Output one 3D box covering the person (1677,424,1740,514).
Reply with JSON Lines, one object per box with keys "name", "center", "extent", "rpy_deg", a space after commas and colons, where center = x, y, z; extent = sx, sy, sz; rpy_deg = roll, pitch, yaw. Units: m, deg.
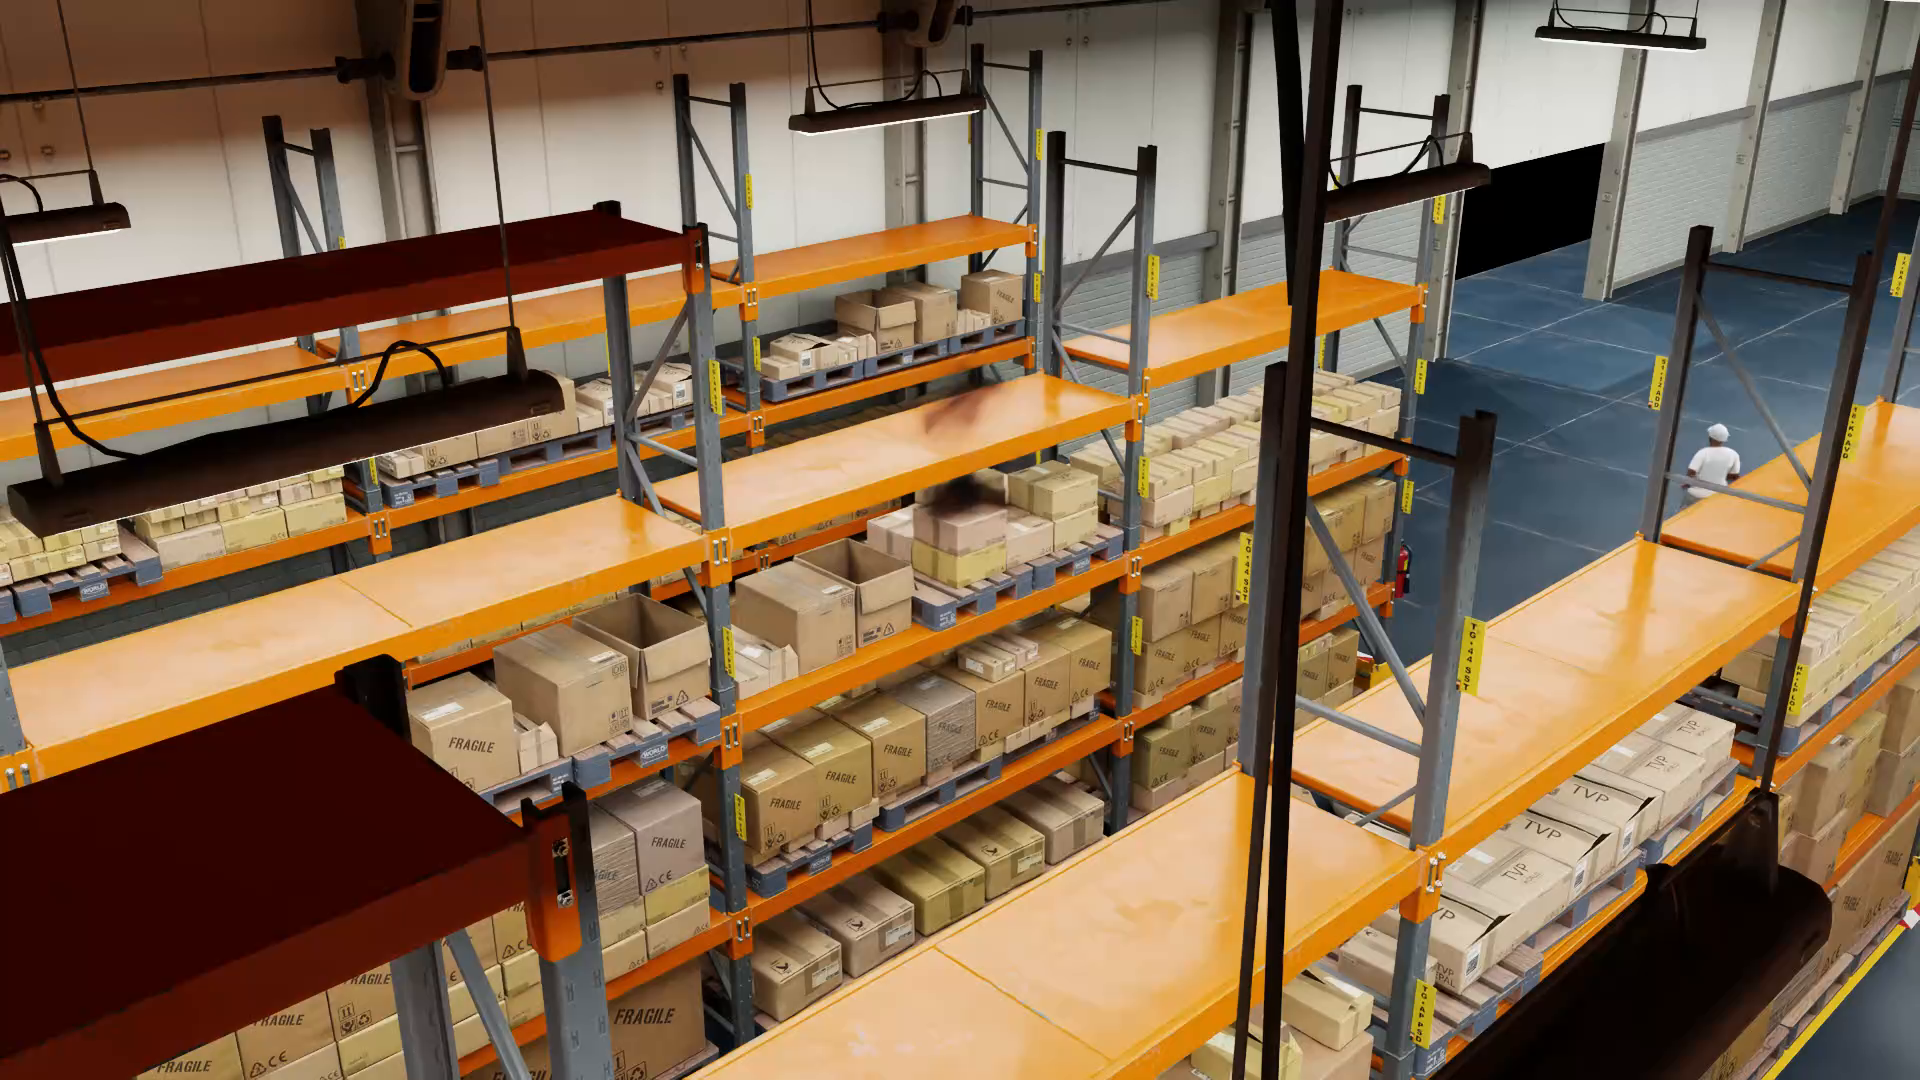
{"name": "person", "center": [8.946, -0.600, 20.026], "extent": [0.688, 1.721, 0.582], "rpy_deg": [0, 22, 0]}
